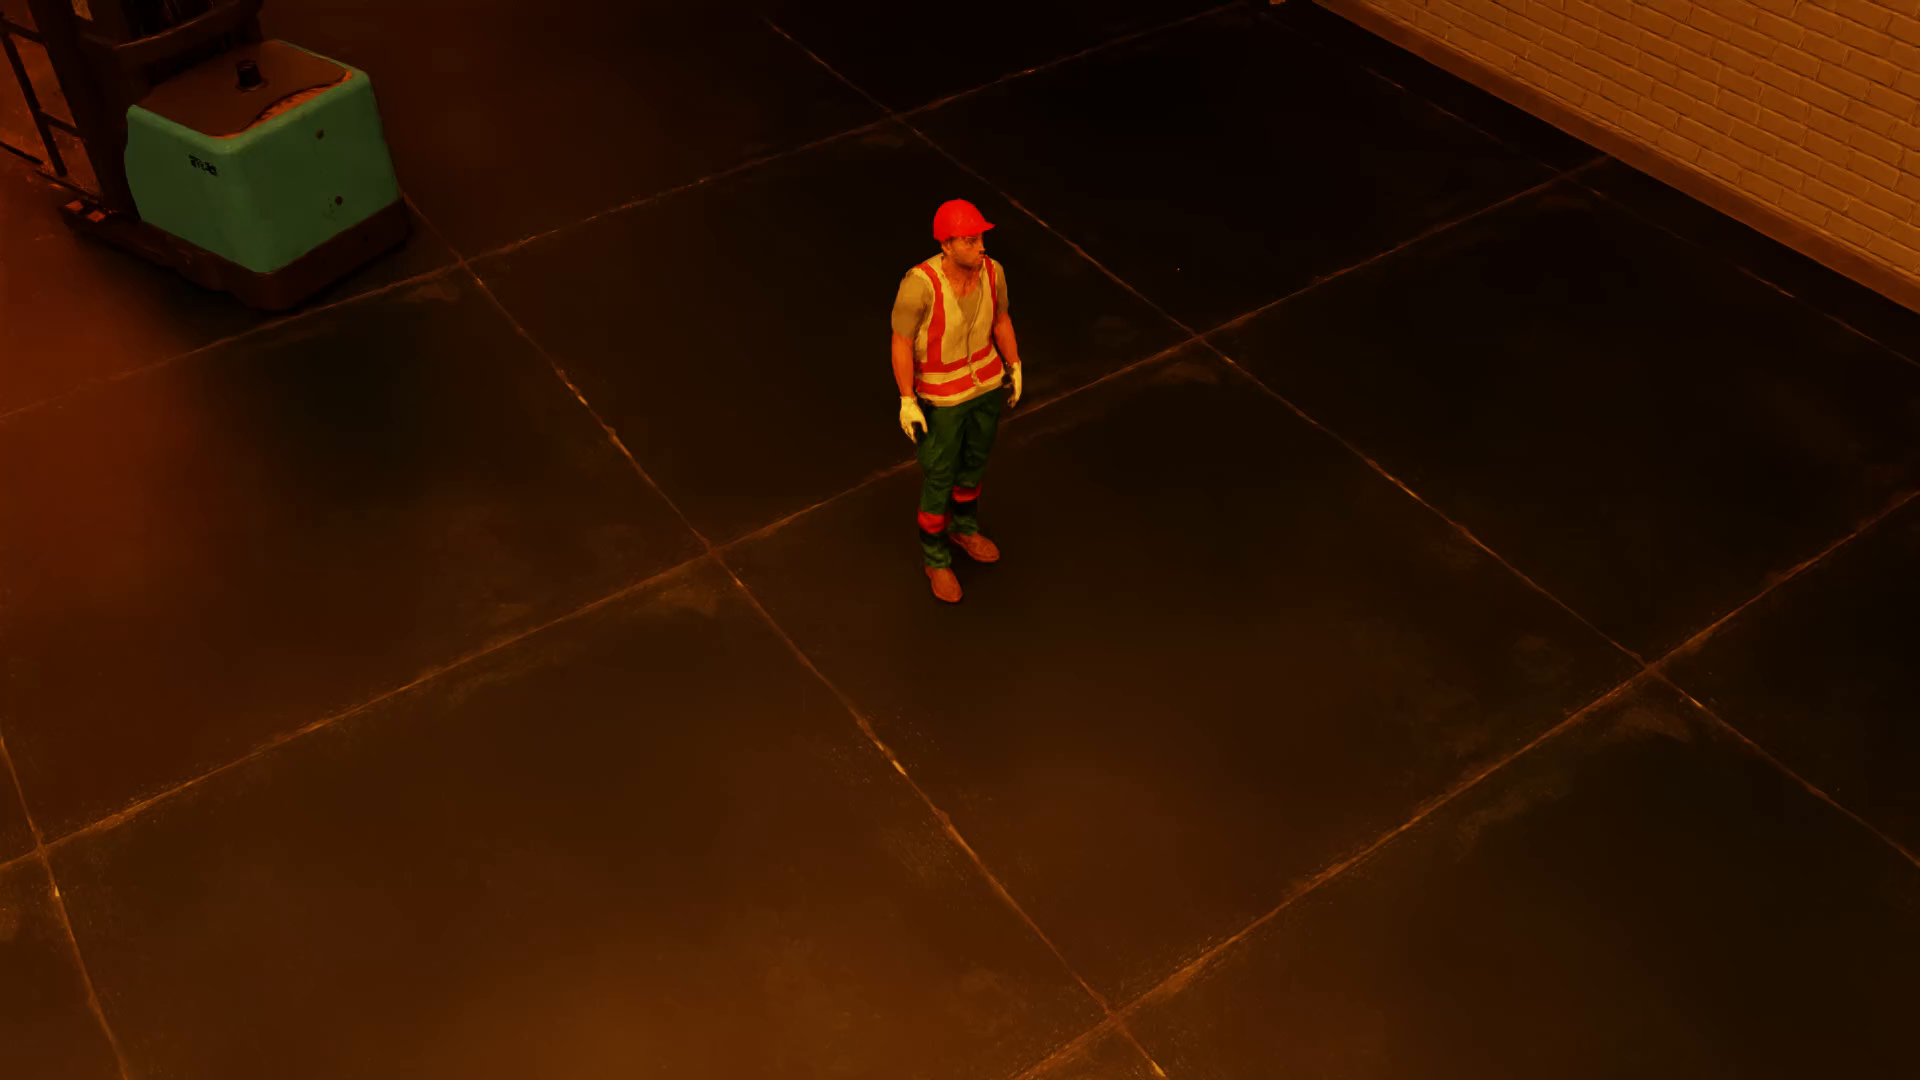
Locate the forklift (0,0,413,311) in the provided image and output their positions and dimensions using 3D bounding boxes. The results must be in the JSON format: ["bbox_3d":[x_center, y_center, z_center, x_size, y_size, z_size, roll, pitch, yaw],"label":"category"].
[{"bbox_3d":[-4.716,-3.118,9.099,3.031,2.935,1.130,24,48,24],"label":"forklift"}]

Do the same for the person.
[{"bbox_3d":[0.037,-0.614,7.214,0.637,1.787,0.563,-25,48,-25],"label":"person"}]
